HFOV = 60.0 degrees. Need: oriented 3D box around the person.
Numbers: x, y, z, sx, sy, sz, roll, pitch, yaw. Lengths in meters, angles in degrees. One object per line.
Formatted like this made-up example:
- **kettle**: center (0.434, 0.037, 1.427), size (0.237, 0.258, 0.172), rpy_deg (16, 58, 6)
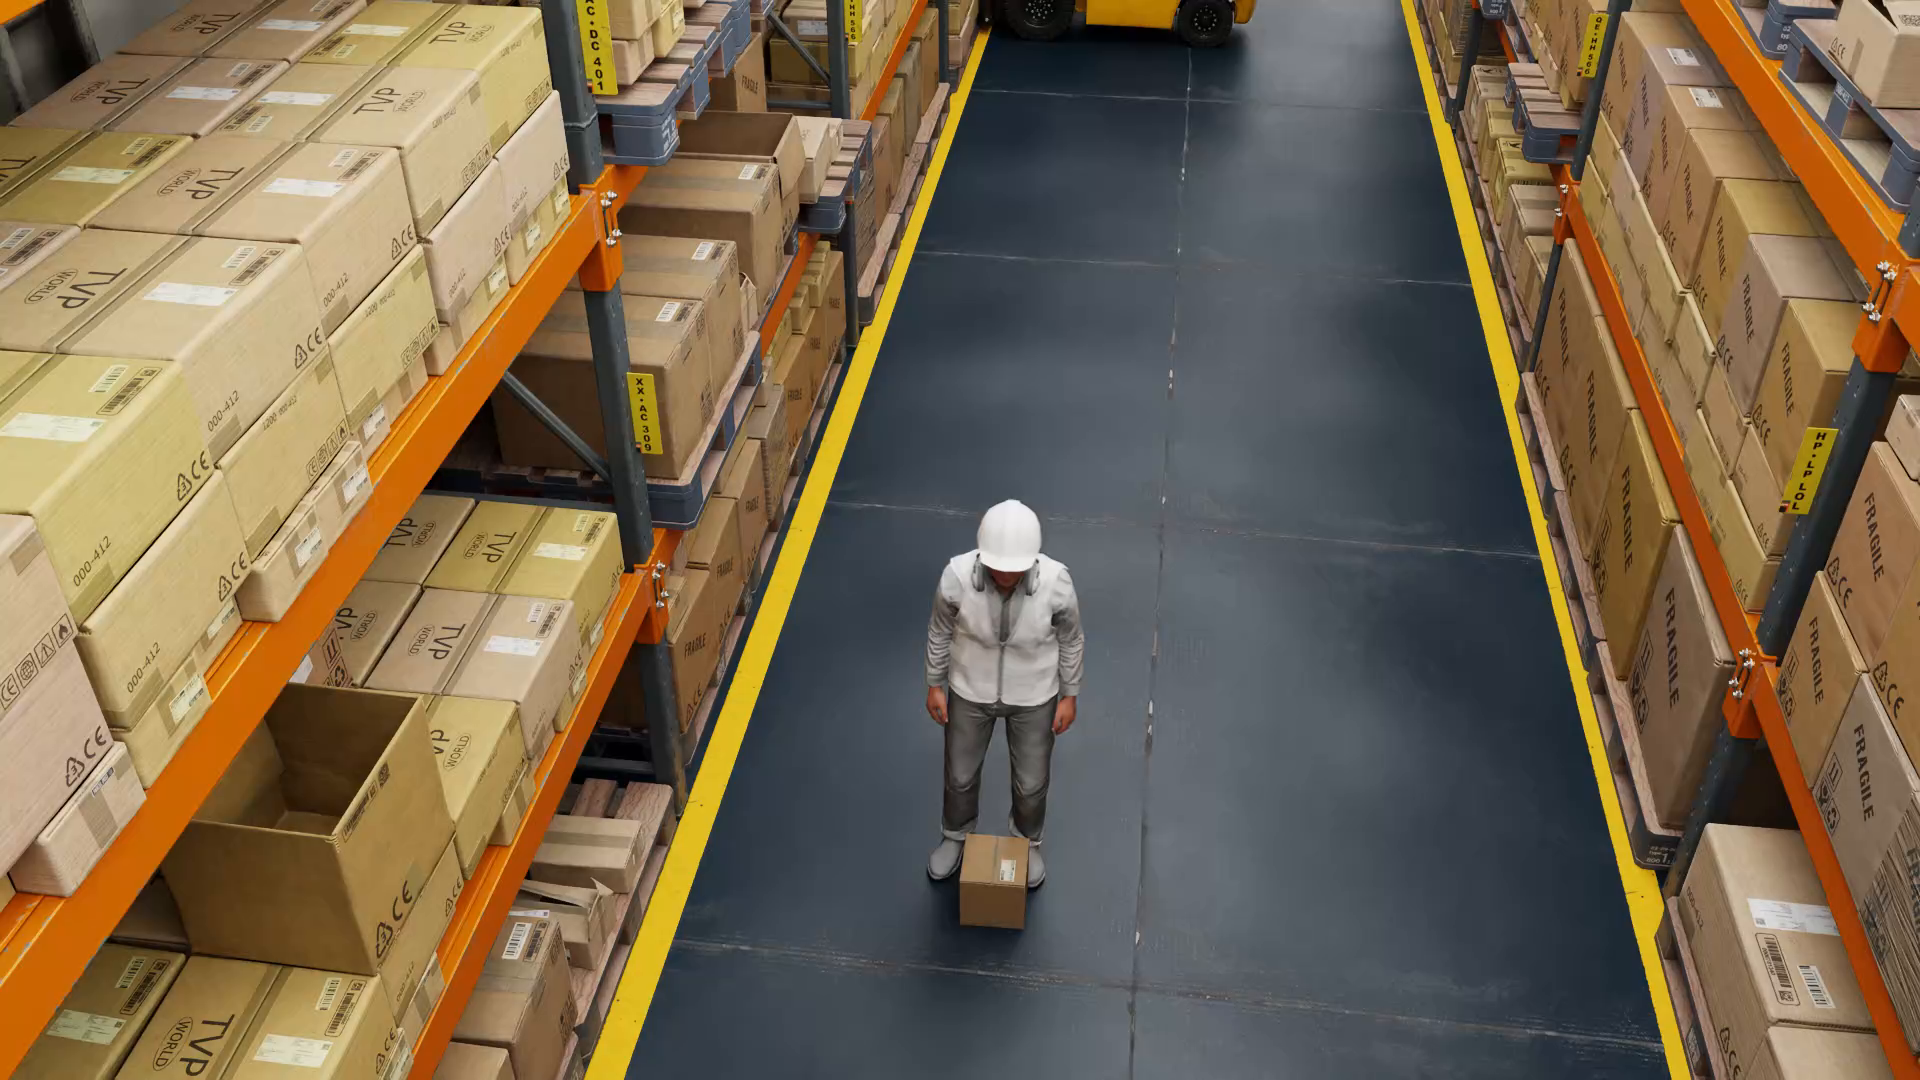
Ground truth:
- **person**: center (0.161, 0.566, 6.236), size (0.584, 1.771, 0.466), rpy_deg (4, 36, 5)
